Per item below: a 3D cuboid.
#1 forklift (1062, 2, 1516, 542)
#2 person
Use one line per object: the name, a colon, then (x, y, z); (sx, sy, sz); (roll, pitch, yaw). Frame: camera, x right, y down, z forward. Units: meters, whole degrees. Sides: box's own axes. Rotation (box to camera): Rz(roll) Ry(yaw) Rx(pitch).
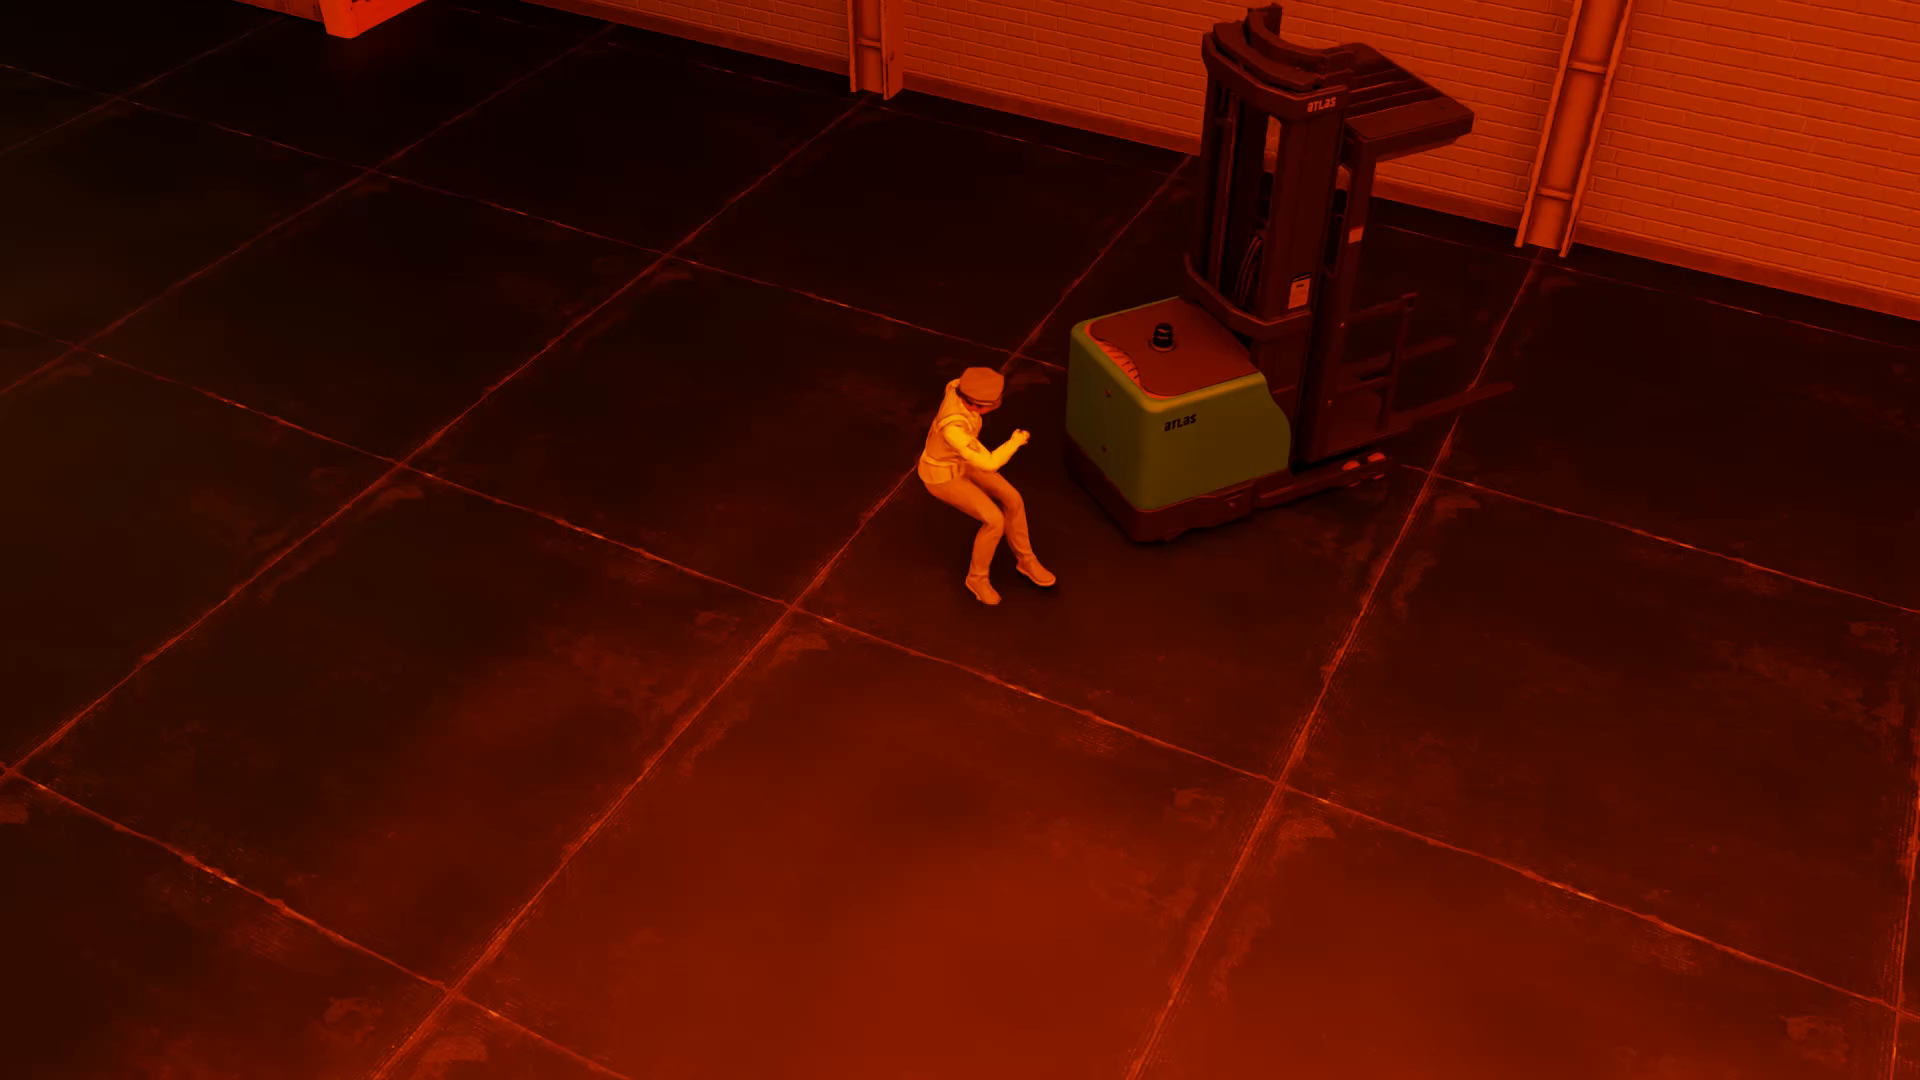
forklift: (2.217, -1.754, 10.069); (3.031, 2.935, 1.130); (-17, 43, -19)
person: (0.200, -0.438, 9.781); (0.900, 1.397, 0.993); (11, 41, 12)
